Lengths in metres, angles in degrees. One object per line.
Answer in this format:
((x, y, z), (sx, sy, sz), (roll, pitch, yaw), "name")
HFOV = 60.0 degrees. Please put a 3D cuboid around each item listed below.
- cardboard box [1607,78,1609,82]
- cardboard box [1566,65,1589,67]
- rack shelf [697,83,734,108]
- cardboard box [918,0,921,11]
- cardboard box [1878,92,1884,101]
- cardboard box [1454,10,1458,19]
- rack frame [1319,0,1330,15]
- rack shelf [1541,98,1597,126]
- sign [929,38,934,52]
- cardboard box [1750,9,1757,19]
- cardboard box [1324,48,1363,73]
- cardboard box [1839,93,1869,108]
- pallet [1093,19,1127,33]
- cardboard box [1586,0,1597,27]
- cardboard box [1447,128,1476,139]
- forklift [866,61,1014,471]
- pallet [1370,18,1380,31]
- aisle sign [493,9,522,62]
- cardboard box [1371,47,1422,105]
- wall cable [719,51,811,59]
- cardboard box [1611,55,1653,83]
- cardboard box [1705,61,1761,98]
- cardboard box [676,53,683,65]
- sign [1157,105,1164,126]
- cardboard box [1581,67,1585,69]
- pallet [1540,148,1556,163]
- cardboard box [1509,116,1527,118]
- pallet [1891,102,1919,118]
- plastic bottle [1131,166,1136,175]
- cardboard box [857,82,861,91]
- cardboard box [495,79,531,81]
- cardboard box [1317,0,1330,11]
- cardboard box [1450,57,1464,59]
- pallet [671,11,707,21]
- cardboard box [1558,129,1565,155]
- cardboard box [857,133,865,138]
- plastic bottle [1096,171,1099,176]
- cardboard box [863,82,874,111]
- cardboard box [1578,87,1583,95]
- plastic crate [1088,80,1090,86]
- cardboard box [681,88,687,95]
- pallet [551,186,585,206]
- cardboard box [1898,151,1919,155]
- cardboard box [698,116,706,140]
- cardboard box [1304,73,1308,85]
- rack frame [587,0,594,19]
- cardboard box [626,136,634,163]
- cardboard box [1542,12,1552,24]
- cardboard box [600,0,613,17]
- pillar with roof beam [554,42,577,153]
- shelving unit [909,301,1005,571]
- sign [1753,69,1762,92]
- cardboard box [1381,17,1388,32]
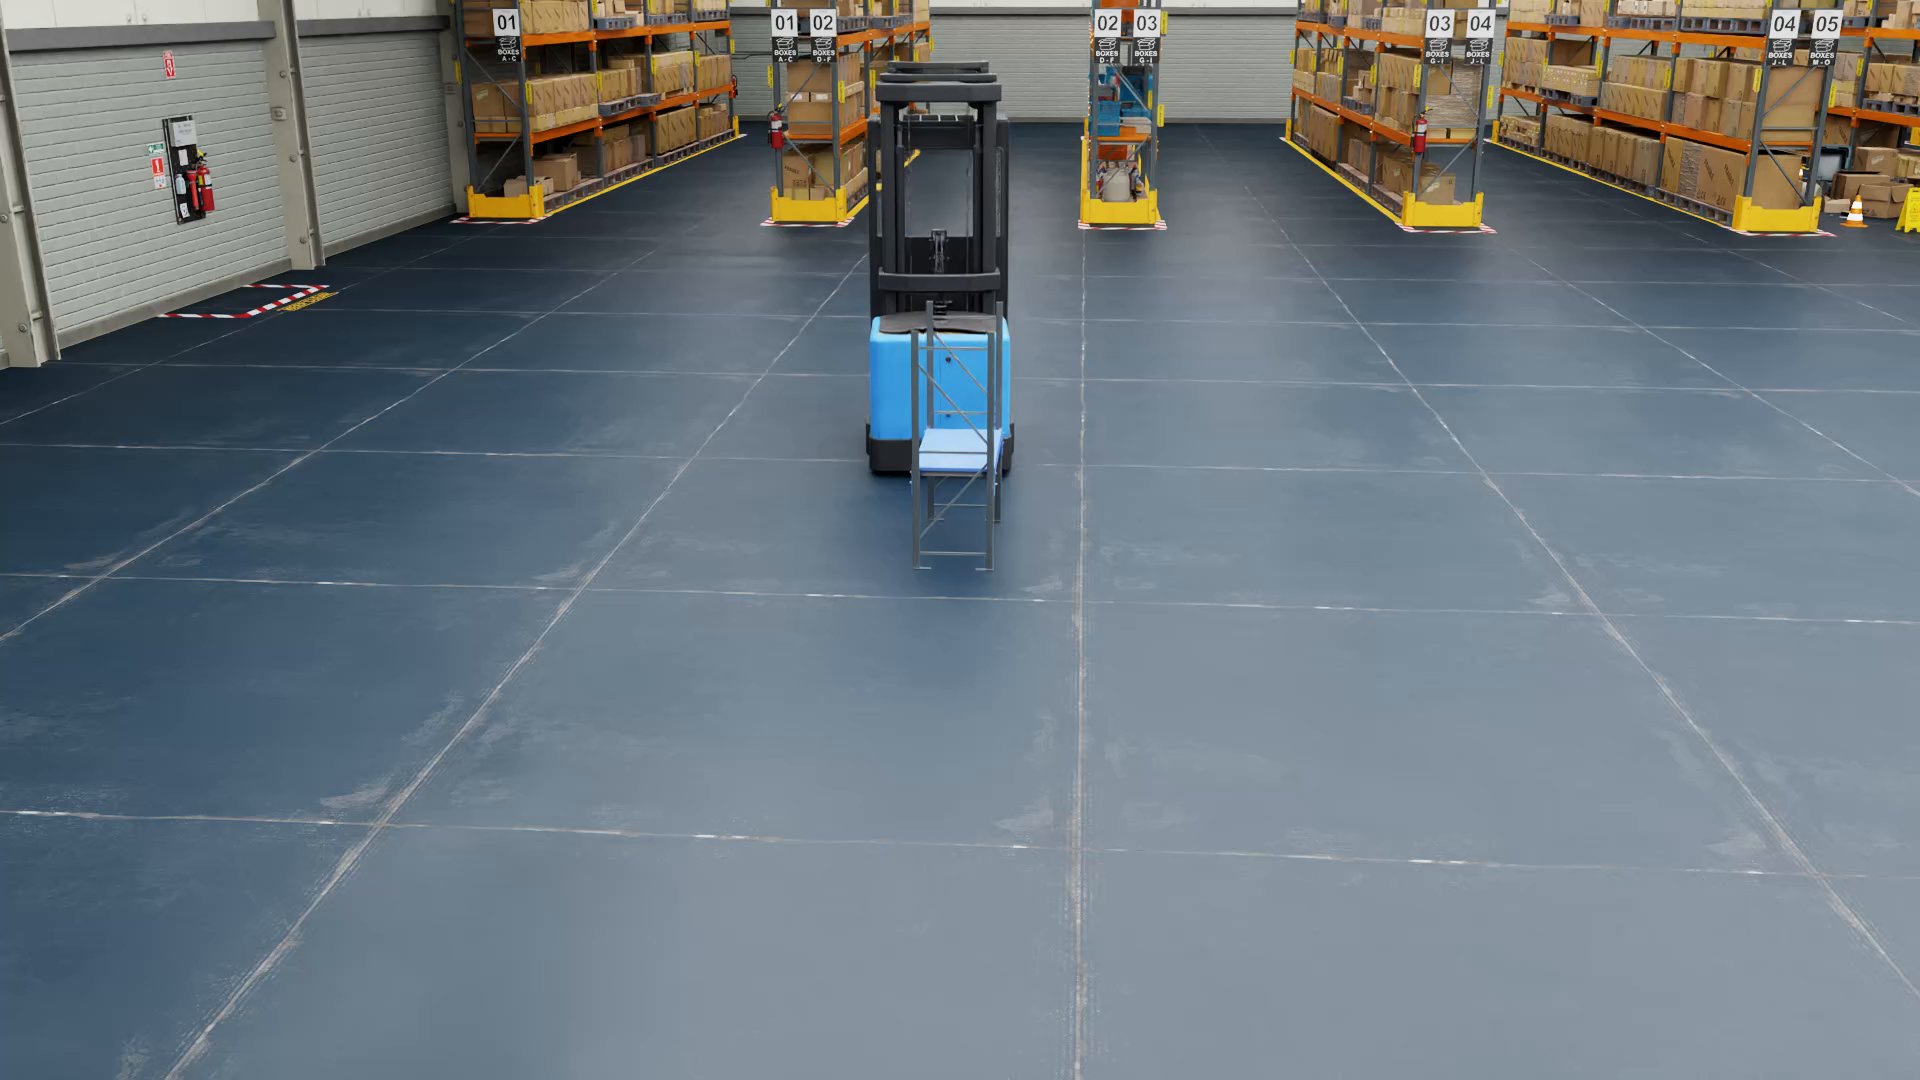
((13.281, -9.267, 33.638), (0.380, 0.149, 0.250), (1, 18, 4), "cardboard box")
((13.568, -10.233, 36.698), (0.500, 0.500, 0.500), (1, 18, 3), "cardboard box")
((-6.337, -10.649, 39.761), (1.077, 0.370, 4.000), (1, 18, 4), "rack shelf")
((-1.175, -12.308, 38.289), (0.500, 0.250, 0.500), (1, 18, 4), "cardboard box")
((17.611, -8.387, 31.431), (0.380, 0.149, 0.250), (0, 18, 0), "cardboard box")
((7.742, -8.095, 25.594), (0.380, 0.149, 0.250), (1, 18, 3), "cardboard box")
((8.341, -12.889, 35.807), (1.000, 3.000, 0.127), (1, 18, 4), "rack frame")
((13.138, -8.933, 34.524), (1.077, 0.370, 4.000), (1, 18, 4), "rack shelf")
((-0.700, -12.185, 40.925), (0.100, 0.325, 0.005), (1, 18, 4), "sign")
((12.126, -7.912, 25.002), (0.380, 0.149, 0.250), (1, 18, 4), "cardboard box")
((8.304, -10.364, 35.964), (0.797, 0.503, 0.637), (1, 18, 2), "cardboard box")
((17.717, -8.666, 32.795), (0.500, 0.250, 0.500), (1, 18, 2), "cardboard box")
((2.873, -8.774, 28.368), (1.213, 0.211, 1.003), (1, 18, 4), "pallet")
((12.805, -10.466, 33.067), (0.500, 0.500, 0.500), (1, 18, 4), "cardboard box")
((7.739, -6.275, 25.660), (0.380, 0.149, 0.250), (1, 18, 4), "cardboard box")
((-0.170, -2.304, 13.247), (1.130, 2.935, 3.031), (0, 18, -1), "forklift")
((7.918, -9.079, 29.299), (1.213, 0.211, 1.003), (1, 18, 4), "pallet")
((-7.046, -7.849, 25.886), (0.394, 0.787, 0.004), (1, 18, 4), "aisle sign")
((7.965, -8.282, 29.743), (1.000, 1.000, 1.000), (1, 18, 4), "cardboard box")
((-5.432, -14.736, 46.431), (3.097, 2.526, 0.112), (1, 18, 4), "wall cable")
((12.953, -9.037, 31.920), (0.700, 0.500, 0.500), (1, 18, 4), "cardboard box")
((12.518, -7.379, 26.652), (0.875, 0.550, 0.500), (1, 18, 4), "cardboard box")
((-6.341, -10.457, 36.144), (0.500, 0.250, 0.500), (2, 18, 5), "cardboard box")
((3.089, -6.540, 25.620), (0.100, 0.325, 0.005), (1, 18, 4), "sign")
((13.408, -9.966, 35.296), (0.380, 0.149, 0.250), (1, 18, 2), "cardboard box")
((13.227, -8.329, 36.004), (1.003, 0.211, 1.213), (1, 18, 4), "pallet")
((13.292, -10.023, 39.642), (0.380, 0.149, 0.250), (2, 18, 5), "cardboard box")
((17.838, -7.868, 30.426), (1.003, 0.211, 1.213), (1, 18, 4), "pallet")
((3.055, -6.349, 29.028), (0.144, 0.351, 0.185), (0, 18, 1), "plastic bottle")
((-1.938, -7.966, 29.214), (0.380, 0.149, 0.250), (1, 18, 3), "cardboard box")
((-7.440, -7.406, 27.711), (0.500, 0.500, 0.500), (1, 18, 2), "cardboard box")
((8.338, -12.003, 36.924), (0.700, 0.500, 0.500), (0, 18, 1), "cardboard box")
((7.870, -7.451, 26.600), (0.500, 0.500, 0.500), (1, 18, 4), "cardboard box")
((-6.411, -12.007, 38.075), (1.003, 0.211, 1.213), (1, 18, 4), "pallet")
((12.904, -8.357, 34.950), (0.500, 0.500, 0.500), (2, 18, 5), "cardboard box")
((-2.156, -8.022, 33.427), (0.500, 0.311, 0.500), (2, 18, 6), "cardboard box")
((2.312, -6.183, 28.521), (0.144, 0.351, 0.185), (1, 18, 3), "plastic bottle")
((-1.930, -8.544, 32.021), (0.500, 0.500, 0.500), (0, 18, 1), "cardboard box")
((12.591, -8.975, 33.224), (0.380, 0.149, 0.250), (1, 18, 4), "cardboard box")
((3.188, -10.917, 39.749), (0.250, 0.136, 0.298), (1, 18, 4), "plastic crate")
((-6.240, -9.907, 36.712), (0.380, 0.149, 0.250), (1, 18, 4), "cardboard box")
((-7.151, -5.971, 28.807), (1.003, 0.211, 1.213), (1, 18, 4), "pallet")
((17.844, -7.121, 31.384), (0.950, 0.372, 0.625), (1, 18, 3), "cardboard box")
((-6.324, -9.612, 38.779), (0.700, 0.500, 0.500), (2, 18, 5), "cardboard box")
((8.182, -10.571, 38.129), (0.500, 0.250, 0.500), (2, 18, 5), "cardboard box")
((-7.054, -10.736, 29.237), (1.000, 3.000, 0.127), (1, 18, 4), "rack frame")
((-6.920, -7.767, 33.117), (0.700, 0.500, 0.500), (1, 18, 4), "cardboard box")
((13.047, -11.409, 36.348), (0.500, 0.250, 0.500), (2, 18, 5), "cardboard box")
((-6.846, -10.109, 31.305), (0.500, 0.500, 0.500), (1, 18, 2), "cardboard box")
((-3.429, -11.498, 31.562), (9.100, 9.000, 0.400), (1, 18, 4), "pillar with roof beam")
((-0.006, -0.686, 10.609), (0.538, 1.500, 1.048), (1, 18, 4), "shelving unit")
((11.881, -6.849, 24.767), (0.100, 0.325, 0.005), (1, 18, 4), "sign")
((7.480, -8.774, 28.306), (0.500, 0.250, 0.500), (1, 18, 2), "cardboard box")
